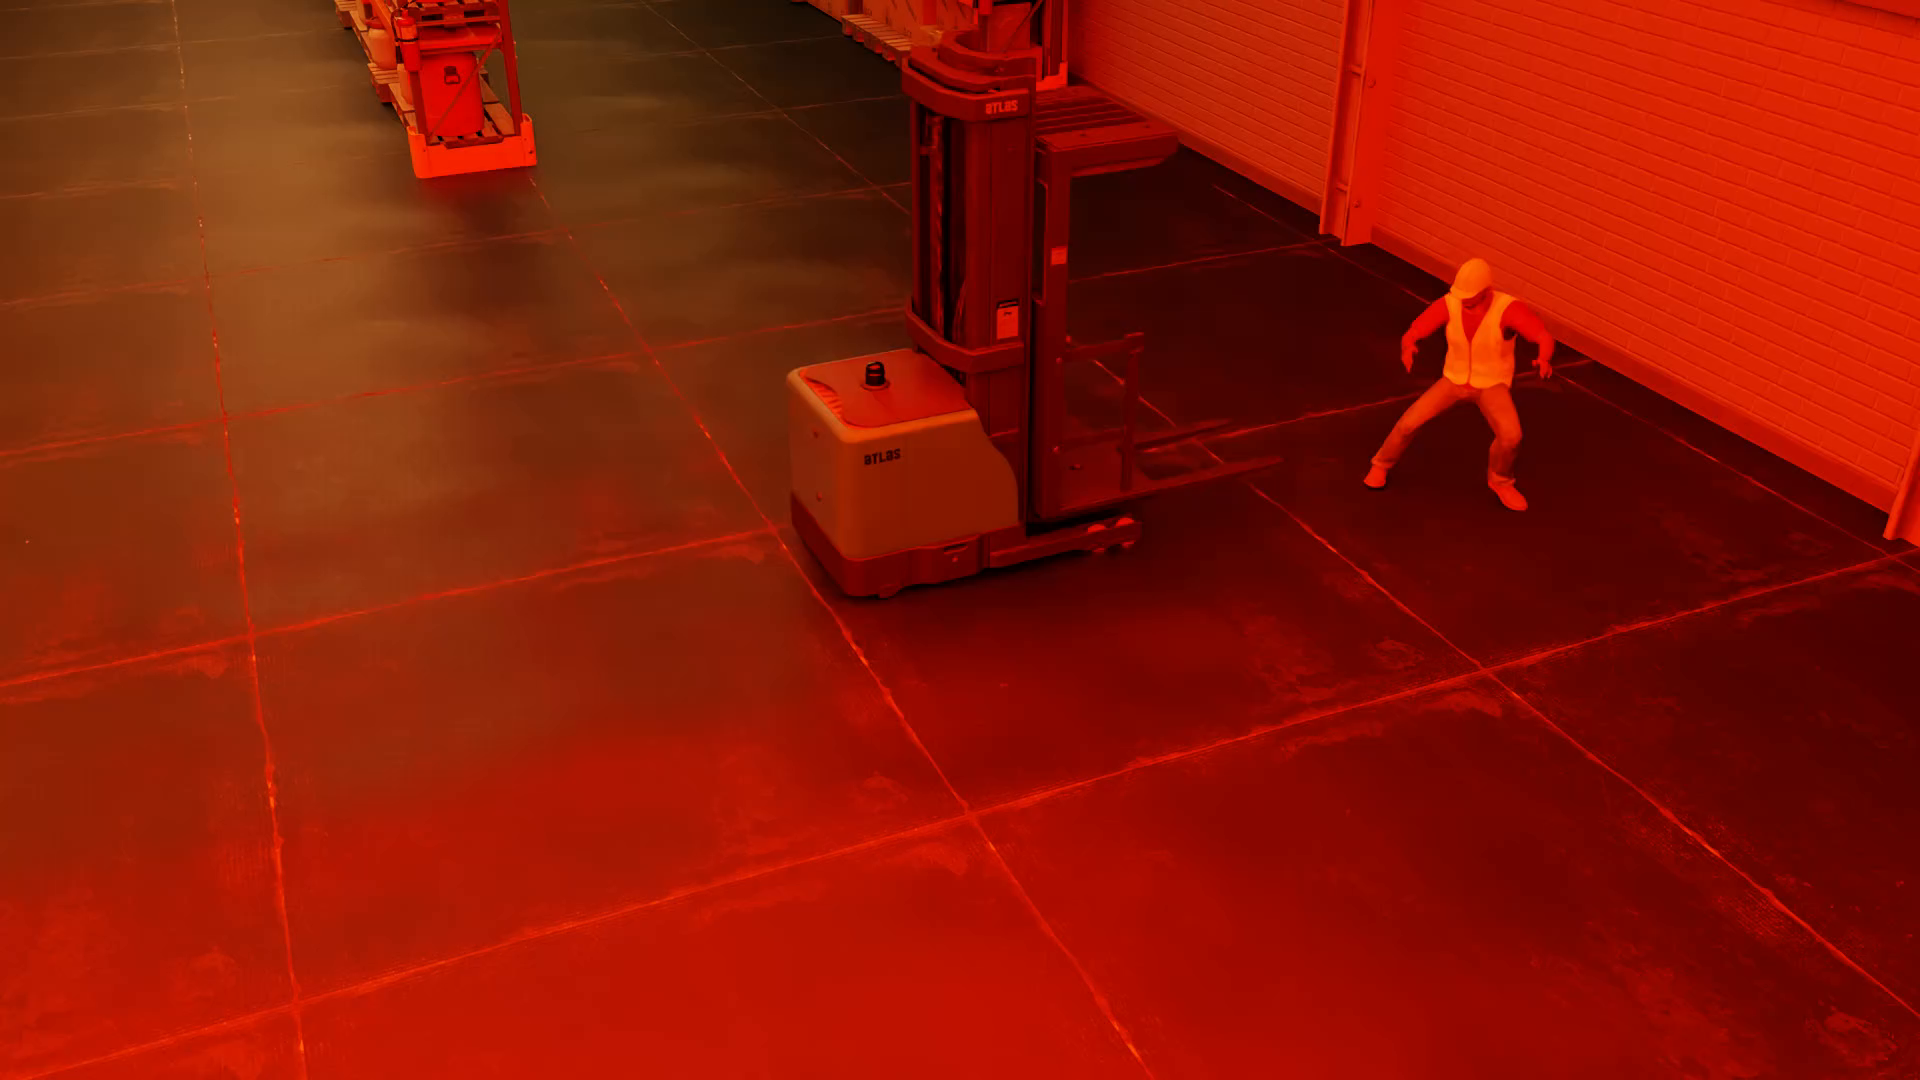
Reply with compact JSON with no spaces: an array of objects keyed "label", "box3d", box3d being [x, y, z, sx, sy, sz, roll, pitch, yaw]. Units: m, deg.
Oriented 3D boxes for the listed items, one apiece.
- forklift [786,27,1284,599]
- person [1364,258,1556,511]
[{"label":"forklift","box3d":[0.535,-1.421,9.605,3.031,2.935,1.130,-13,32,-21]},{"label":"person","box3d":[3.110,-0.949,10.191,1.062,1.535,0.758,20,35,31]}]
